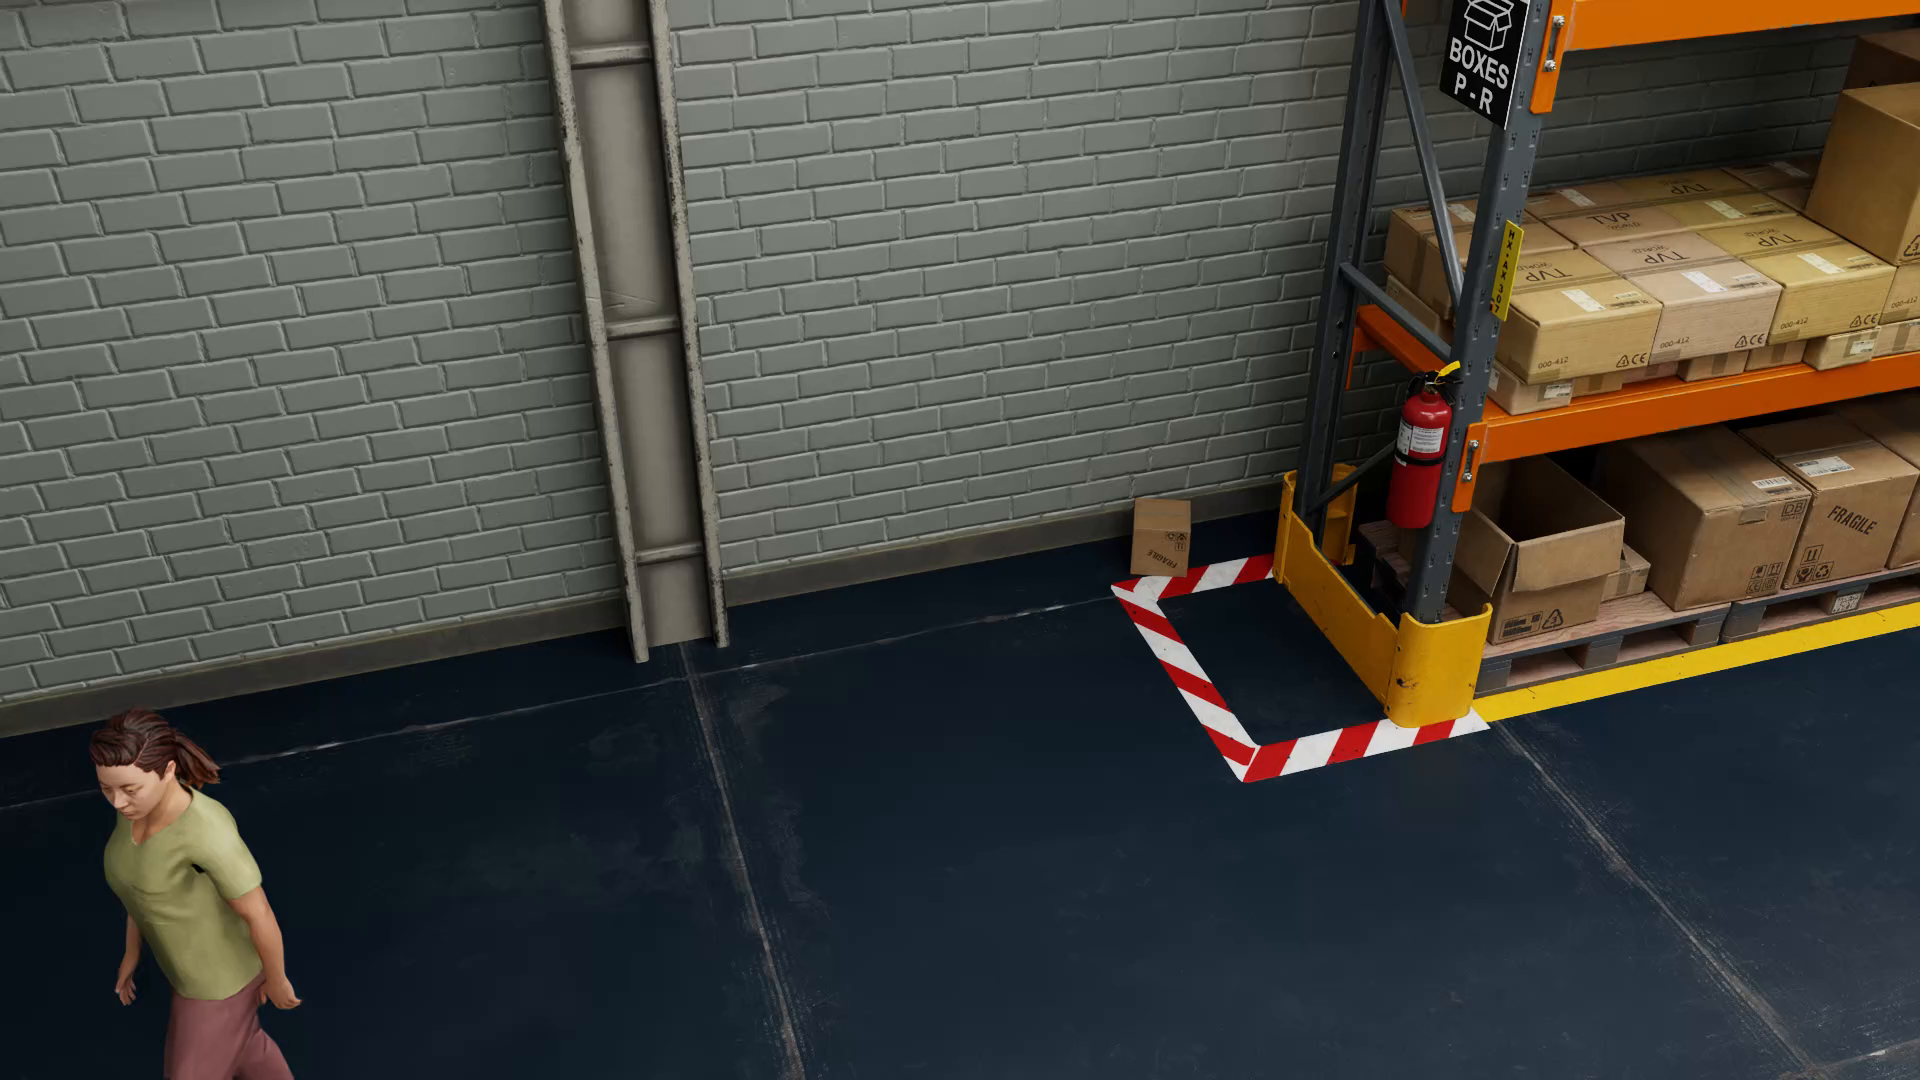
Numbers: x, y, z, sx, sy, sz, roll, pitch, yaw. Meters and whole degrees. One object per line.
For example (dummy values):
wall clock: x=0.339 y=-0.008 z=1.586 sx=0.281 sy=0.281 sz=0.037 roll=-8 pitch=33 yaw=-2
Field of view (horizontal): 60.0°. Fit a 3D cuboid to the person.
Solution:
person: x=-2.029 y=1.160 z=4.422 sx=0.422 sy=1.657 sz=0.464 roll=-29 pitch=43 yaw=-35
